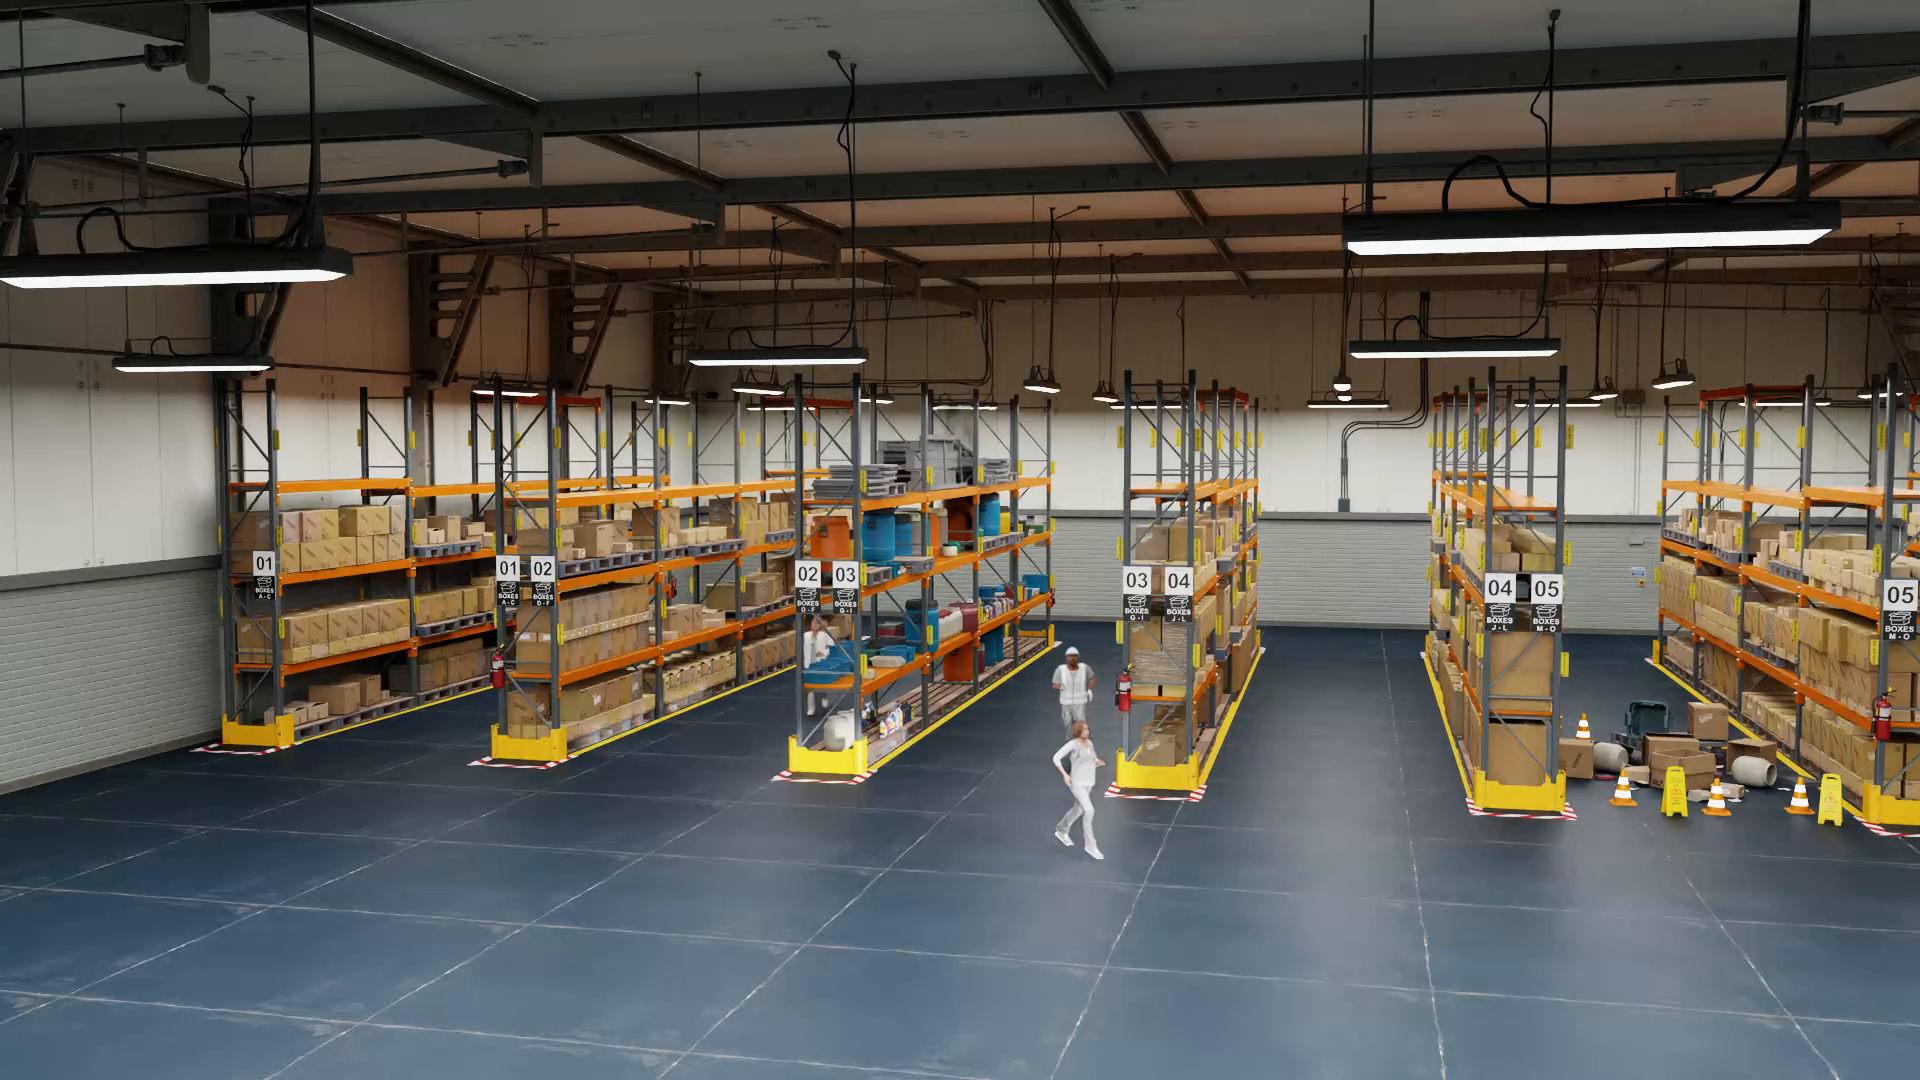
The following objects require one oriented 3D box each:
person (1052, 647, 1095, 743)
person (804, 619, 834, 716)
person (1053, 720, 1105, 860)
[{"bbox_3d":[1.750,2.573,25.748,0.656,1.844,0.782,0,3,8],"label":"person"},{"bbox_3d":[-2.640,2.304,30.395,0.720,1.746,0.912,1,3,9],"label":"person"},{"bbox_3d":[1.440,2.990,20.080,0.784,1.615,0.517,3,4,39],"label":"person"}]
